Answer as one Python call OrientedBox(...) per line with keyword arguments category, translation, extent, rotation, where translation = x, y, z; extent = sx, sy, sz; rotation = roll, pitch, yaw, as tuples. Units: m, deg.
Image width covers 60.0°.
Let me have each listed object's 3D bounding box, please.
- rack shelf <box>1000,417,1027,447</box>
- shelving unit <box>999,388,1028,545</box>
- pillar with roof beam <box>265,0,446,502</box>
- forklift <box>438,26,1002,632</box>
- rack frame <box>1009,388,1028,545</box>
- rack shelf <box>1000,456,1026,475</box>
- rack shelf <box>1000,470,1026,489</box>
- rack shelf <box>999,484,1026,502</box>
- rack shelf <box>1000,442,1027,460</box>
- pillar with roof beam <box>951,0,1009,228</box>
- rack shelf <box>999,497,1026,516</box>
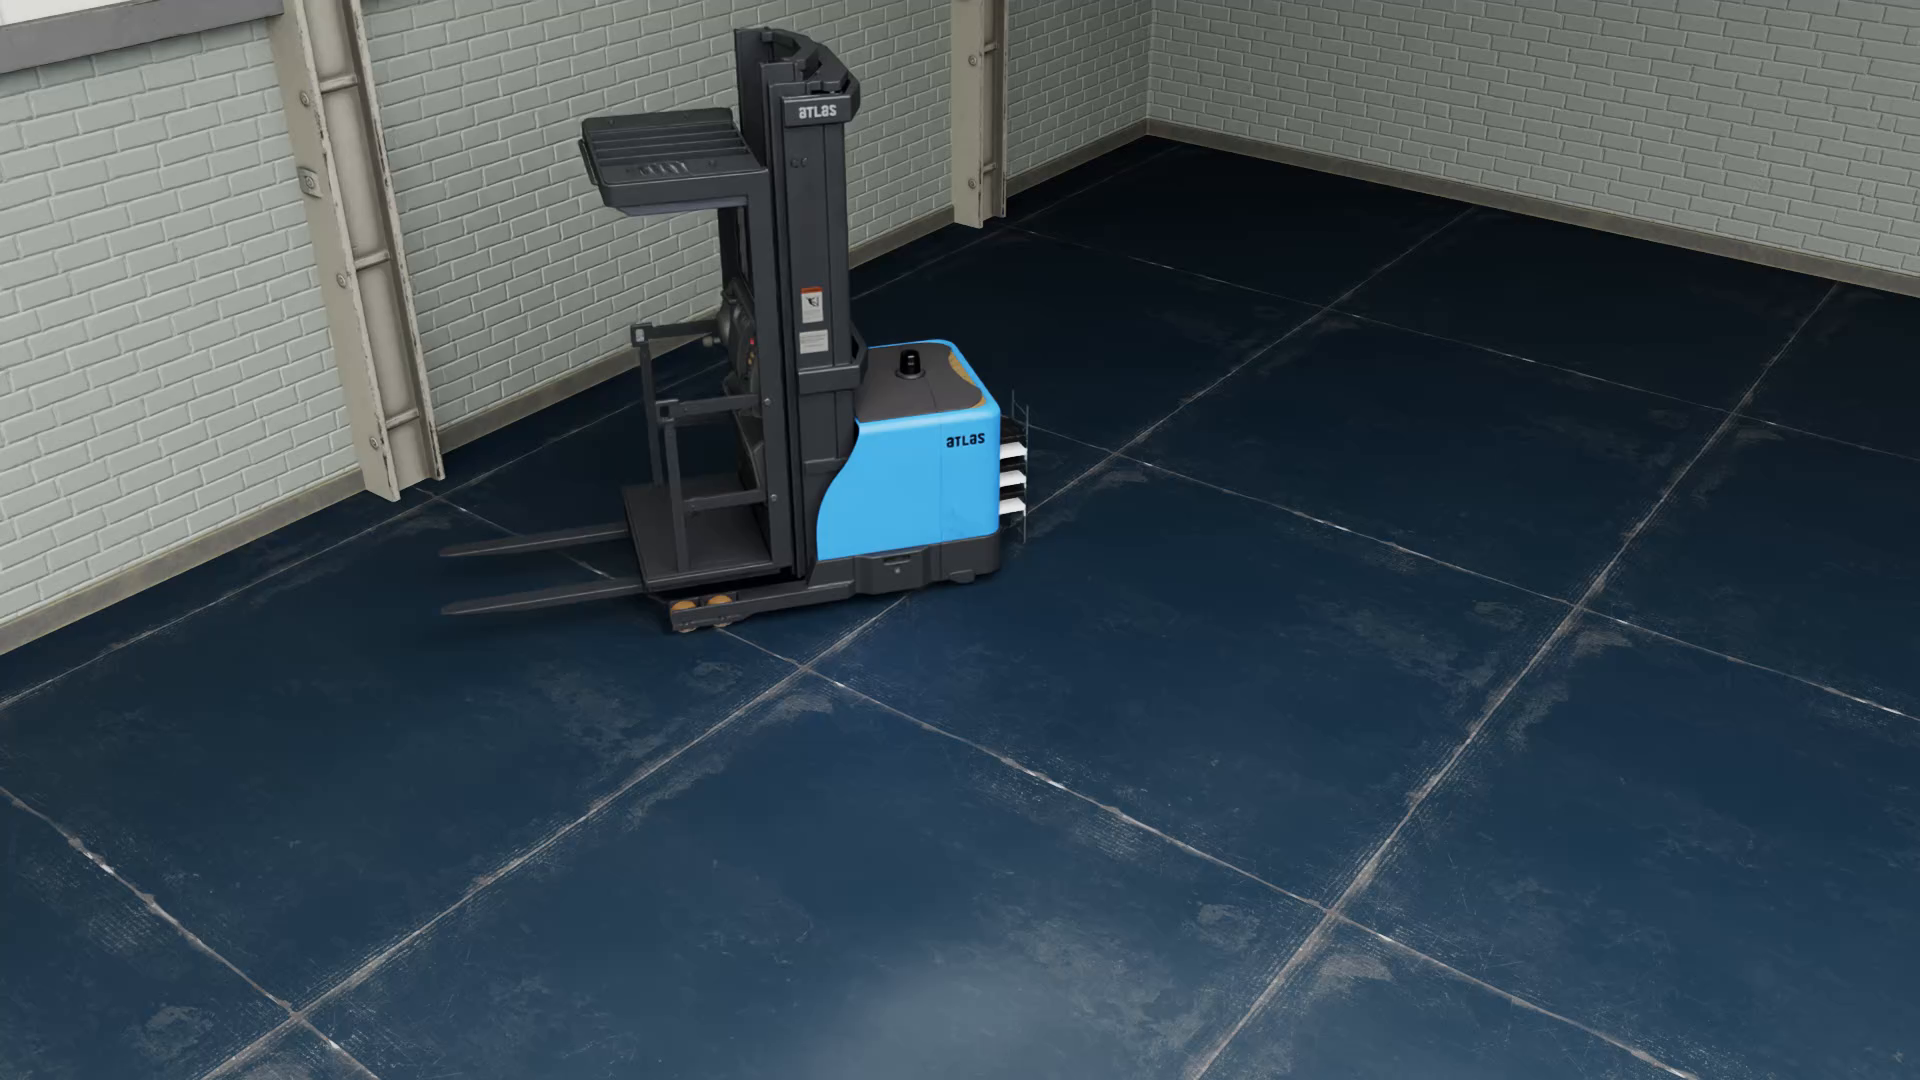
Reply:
OrientedBox(category="rack shelf", translation=(0.241, -0.601, 9.417), extent=(0.200, 0.077, 0.258), rotation=(-10, 32, -17))
OrientedBox(category="shelving unit", translation=(0.241, -0.398, 9.538), extent=(0.210, 0.900, 0.258), rotation=(-10, 32, -17))
OrientedBox(category="pillar with roof beam", translation=(-0.026, -2.905, 5.825), extent=(9.100, 9.000, 0.400), rotation=(21, 37, 31))
OrientedBox(category="forklift", translation=(-1.344, -1.066, 8.674), extent=(3.031, 2.935, 1.130), rotation=(-9, 32, -14))
OrientedBox(category="rack frame", translation=(0.336, -0.415, 9.567), extent=(0.006, 0.900, 0.240), rotation=(-10, 32, -17))
OrientedBox(category="rack shelf", translation=(0.241, -0.447, 9.509), extent=(0.200, 0.077, 0.258), rotation=(-10, 32, -17))
OrientedBox(category="rack shelf", translation=(0.241, -0.369, 9.555), extent=(0.200, 0.077, 0.258), rotation=(-10, 32, -17))
OrientedBox(category="rack shelf", translation=(0.240, -0.292, 9.601), extent=(0.200, 0.077, 0.258), rotation=(-10, 32, -17))
OrientedBox(category="rack shelf", translation=(0.241, -0.524, 9.463), extent=(0.200, 0.077, 0.258), rotation=(-10, 32, -17))
OrientedBox(category="pillar with roof beam", translation=(3.596, -5.344, 9.940), extent=(9.100, 9.000, 0.400), rotation=(21, 37, 31))
OrientedBox(category="rack shelf", translation=(0.240, -0.215, 9.647), extent=(0.200, 0.077, 0.258), rotation=(-10, 32, -17))
